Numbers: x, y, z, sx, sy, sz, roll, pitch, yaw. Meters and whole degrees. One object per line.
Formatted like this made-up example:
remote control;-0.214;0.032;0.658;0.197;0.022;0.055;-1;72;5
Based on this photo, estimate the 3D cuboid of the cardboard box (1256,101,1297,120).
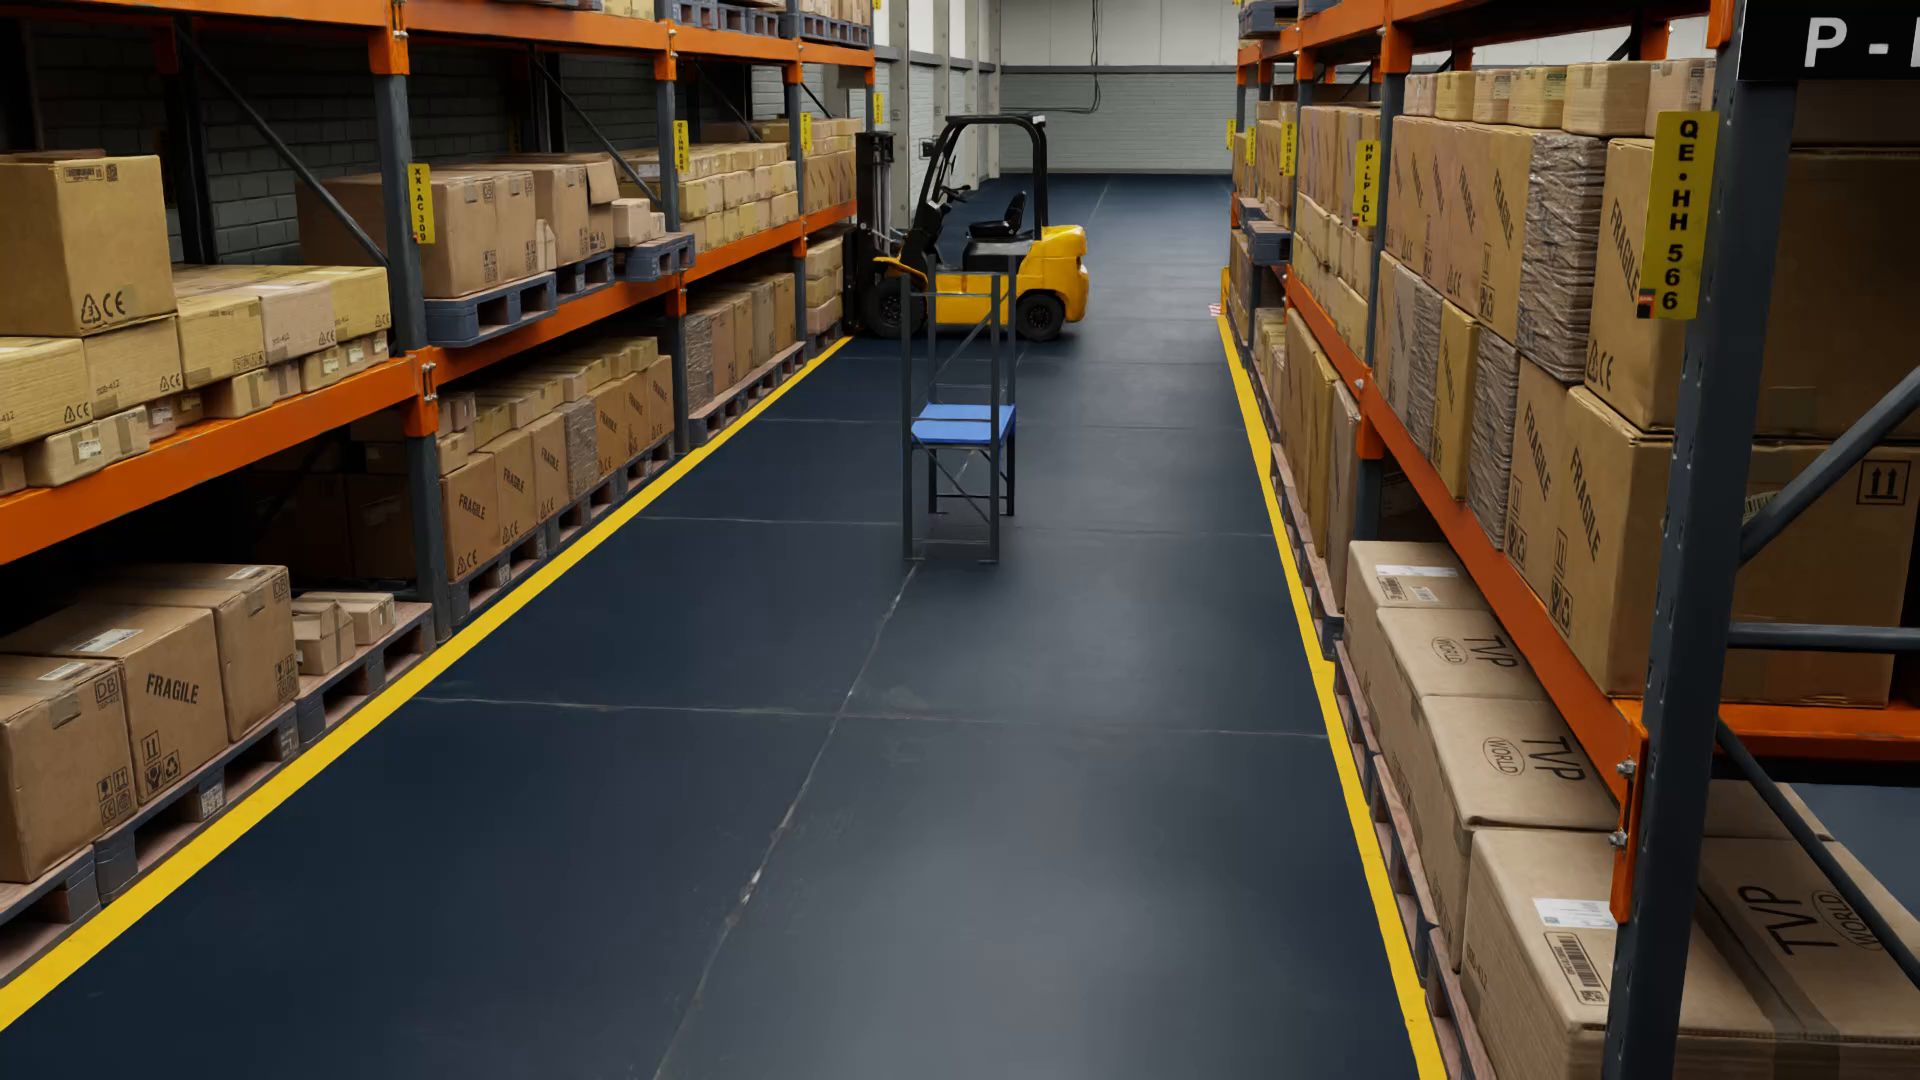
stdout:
cardboard box;2.631;-3.530;13.661;0.380;0.149;0.250;2;15;6

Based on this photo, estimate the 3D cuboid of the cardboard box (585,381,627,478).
cardboard box;-2.305;-0.656;9.827;0.500;0.500;0.500;2;15;9

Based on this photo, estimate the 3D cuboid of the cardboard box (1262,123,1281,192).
cardboard box;2.525;-2.824;12.293;0.500;0.500;0.500;1;15;4

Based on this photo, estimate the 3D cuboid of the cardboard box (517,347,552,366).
cardboard box;-2.722;-1.090;10.187;0.380;0.149;0.250;2;15;7

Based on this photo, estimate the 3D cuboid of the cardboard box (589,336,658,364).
cardboard box;-2.152;-1.215;10.651;0.380;0.149;0.250;1;15;4

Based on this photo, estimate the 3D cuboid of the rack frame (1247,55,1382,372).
rack frame;3.036;-2.934;14.265;1.000;3.000;0.127;2;15;6

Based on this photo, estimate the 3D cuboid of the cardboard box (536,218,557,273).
cardboard box;-2.261;-1.491;8.382;0.396;0.266;0.258;2;15;9

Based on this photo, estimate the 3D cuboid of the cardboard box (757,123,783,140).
cardboard box;-1.644;-3.729;15.202;0.380;0.149;0.250;2;15;7

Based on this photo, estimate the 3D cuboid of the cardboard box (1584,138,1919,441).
cardboard box;1.500;-0.484;3.100;0.500;0.500;0.500;2;15;8

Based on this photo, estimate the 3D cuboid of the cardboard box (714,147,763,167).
cardboard box;-1.795;-3.078;13.363;0.380;0.149;0.250;1;15;5

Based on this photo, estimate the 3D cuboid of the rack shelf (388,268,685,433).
rack shelf;-2.574;-1.176;9.141;1.077;0.370;4.000;2;15;6

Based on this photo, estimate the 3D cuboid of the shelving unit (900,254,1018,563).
shelving unit;0.010;-0.746;9.048;0.538;1.500;1.048;2;15;6

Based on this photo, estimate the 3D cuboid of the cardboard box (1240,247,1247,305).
cardboard box;2.892;-2.464;15.556;0.500;0.500;0.500;2;15;7

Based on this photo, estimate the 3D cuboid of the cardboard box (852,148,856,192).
cardboard box;-1.308;-3.895;17.628;0.500;0.500;0.500;2;15;8

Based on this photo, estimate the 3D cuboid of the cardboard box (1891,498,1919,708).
cardboard box;2.021;0.014;3.171;0.500;0.500;0.500;2;15;6

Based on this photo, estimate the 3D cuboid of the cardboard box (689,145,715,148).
cardboard box;-2.261;-3.223;13.899;0.380;0.149;0.250;2;15;6

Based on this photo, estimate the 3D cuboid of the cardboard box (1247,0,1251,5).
cardboard box;2.572;-4.372;13.321;0.500;0.250;0.500;1;15;5

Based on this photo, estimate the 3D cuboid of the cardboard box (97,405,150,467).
cardboard box;-2.737;-0.324;5.095;0.380;0.149;0.250;2;15;8

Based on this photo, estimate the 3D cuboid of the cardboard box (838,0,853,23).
cardboard box;-1.468;-5.479;16.744;0.700;0.500;0.500;2;15;7

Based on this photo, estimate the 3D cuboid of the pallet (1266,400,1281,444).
pallet;2.674;-0.753;11.542;1.003;0.211;1.213;2;15;6

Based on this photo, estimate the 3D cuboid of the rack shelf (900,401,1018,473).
rack shelf;0.010;-0.572;9.095;0.538;0.185;1.000;2;15;6

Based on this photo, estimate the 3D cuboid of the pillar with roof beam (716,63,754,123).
pillar with roof beam;1.858;-6.732;16.817;9.100;9.000;0.400;2;15;6

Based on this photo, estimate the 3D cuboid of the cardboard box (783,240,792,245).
cardboard box;-1.921;-2.833;16.440;0.500;0.250;0.500;2;15;7

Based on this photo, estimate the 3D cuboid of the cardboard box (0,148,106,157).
cardboard box;-3.232;-1.059;5.612;0.500;0.500;0.500;1;15;5

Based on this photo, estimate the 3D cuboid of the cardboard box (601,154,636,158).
cardboard box;-2.546;-2.695;11.950;0.380;0.149;0.250;1;15;5

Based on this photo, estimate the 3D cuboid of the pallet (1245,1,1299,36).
pallet;2.746;-3.865;12.322;1.213;0.211;1.003;2;15;6

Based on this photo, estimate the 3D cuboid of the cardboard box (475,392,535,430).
cardboard box;-2.440;-0.675;8.652;0.380;0.149;0.250;2;15;6

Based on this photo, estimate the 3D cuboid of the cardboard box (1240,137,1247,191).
cardboard box;2.997;-3.650;16.151;0.500;0.500;0.500;1;15;5

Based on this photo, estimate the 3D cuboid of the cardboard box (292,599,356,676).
cardboard box;-2.611;0.359;6.522;0.396;0.266;0.258;2;15;8

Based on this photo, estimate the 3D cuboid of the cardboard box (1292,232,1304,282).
cardboard box;2.279;-1.704;10.006;0.500;0.250;0.500;1;15;5

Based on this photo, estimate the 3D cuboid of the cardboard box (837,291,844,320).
cardboard box;-1.429;-2.336;16.517;0.500;0.250;0.500;2;15;7

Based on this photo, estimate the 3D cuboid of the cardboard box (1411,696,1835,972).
cardboard box;1.752;0.801;4.557;0.875;0.438;0.875;2;15;8

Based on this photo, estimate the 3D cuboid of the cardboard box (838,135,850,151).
cardboard box;-1.326;-4.046;16.945;0.380;0.149;0.250;2;15;7

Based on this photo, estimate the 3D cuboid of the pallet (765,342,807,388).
pallet;-1.941;-1.541;14.455;1.003;0.211;1.213;2;15;6

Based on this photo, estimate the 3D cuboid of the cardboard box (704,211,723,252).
cardboard box;-1.993;-2.207;11.866;0.500;0.250;0.500;1;15;5

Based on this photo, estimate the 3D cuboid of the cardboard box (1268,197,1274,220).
cardboard box;2.383;-2.345;11.764;0.380;0.149;0.250;2;15;7

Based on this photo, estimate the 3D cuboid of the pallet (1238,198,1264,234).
pallet;2.805;-2.647;13.573;1.003;0.211;1.213;2;15;6

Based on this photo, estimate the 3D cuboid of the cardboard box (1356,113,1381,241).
cardboard box;1.934;-1.513;6.904;0.500;0.500;0.500;2;15;8

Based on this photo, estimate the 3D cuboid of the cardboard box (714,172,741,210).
cardboard box;-1.920;-2.583;12.299;0.500;0.250;0.500;1;15;5

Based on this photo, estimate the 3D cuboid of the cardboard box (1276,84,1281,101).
cardboard box;3.582;-4.376;16.921;0.700;0.500;0.500;2;15;7

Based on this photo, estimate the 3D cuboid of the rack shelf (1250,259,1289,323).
rack shelf;2.810;-2.068;12.441;1.077;0.370;4.000;2;15;6

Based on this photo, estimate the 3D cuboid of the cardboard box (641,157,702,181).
cardboard box;-1.990;-2.546;11.397;0.380;0.149;0.250;2;15;7

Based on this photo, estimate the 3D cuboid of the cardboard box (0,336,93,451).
cardboard box;-2.821;-0.410;4.649;0.500;0.250;0.500;1;15;5

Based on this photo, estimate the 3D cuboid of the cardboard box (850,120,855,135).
cardboard box;-1.297;-4.256;17.149;0.380;0.149;0.250;2;15;8

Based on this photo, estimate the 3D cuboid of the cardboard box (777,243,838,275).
cardboard box;-1.462;-2.686;15.895;0.500;0.250;0.500;2;15;6

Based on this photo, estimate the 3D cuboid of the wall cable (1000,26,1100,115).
wall cable;2.612;-13.865;49.148;3.097;2.526;0.112;2;15;6

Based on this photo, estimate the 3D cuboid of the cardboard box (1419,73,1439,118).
cardboard box;1.827;-1.562;5.841;0.380;0.149;0.250;2;15;7

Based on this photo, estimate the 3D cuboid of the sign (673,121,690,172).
sign;-1.808;-2.549;10.775;0.100;0.325;0.005;2;15;6

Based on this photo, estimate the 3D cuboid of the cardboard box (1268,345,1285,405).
cardboard box;2.733;-1.168;11.966;0.950;0.372;0.625;1;15;5

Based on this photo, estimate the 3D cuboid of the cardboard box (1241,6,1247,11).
cardboard box;3.099;-5.237;16.756;0.500;0.250;0.500;1;15;5

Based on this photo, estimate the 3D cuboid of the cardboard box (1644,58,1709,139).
cardboard box;1.528;-0.831;3.139;0.380;0.149;0.250;2;15;7

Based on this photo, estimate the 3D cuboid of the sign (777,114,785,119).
sign;-1.996;-4.590;18.582;0.100;0.325;0.005;2;15;6

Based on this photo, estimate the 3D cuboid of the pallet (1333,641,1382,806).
pallet;1.970;0.682;6.235;1.003;0.211;1.213;2;15;6
